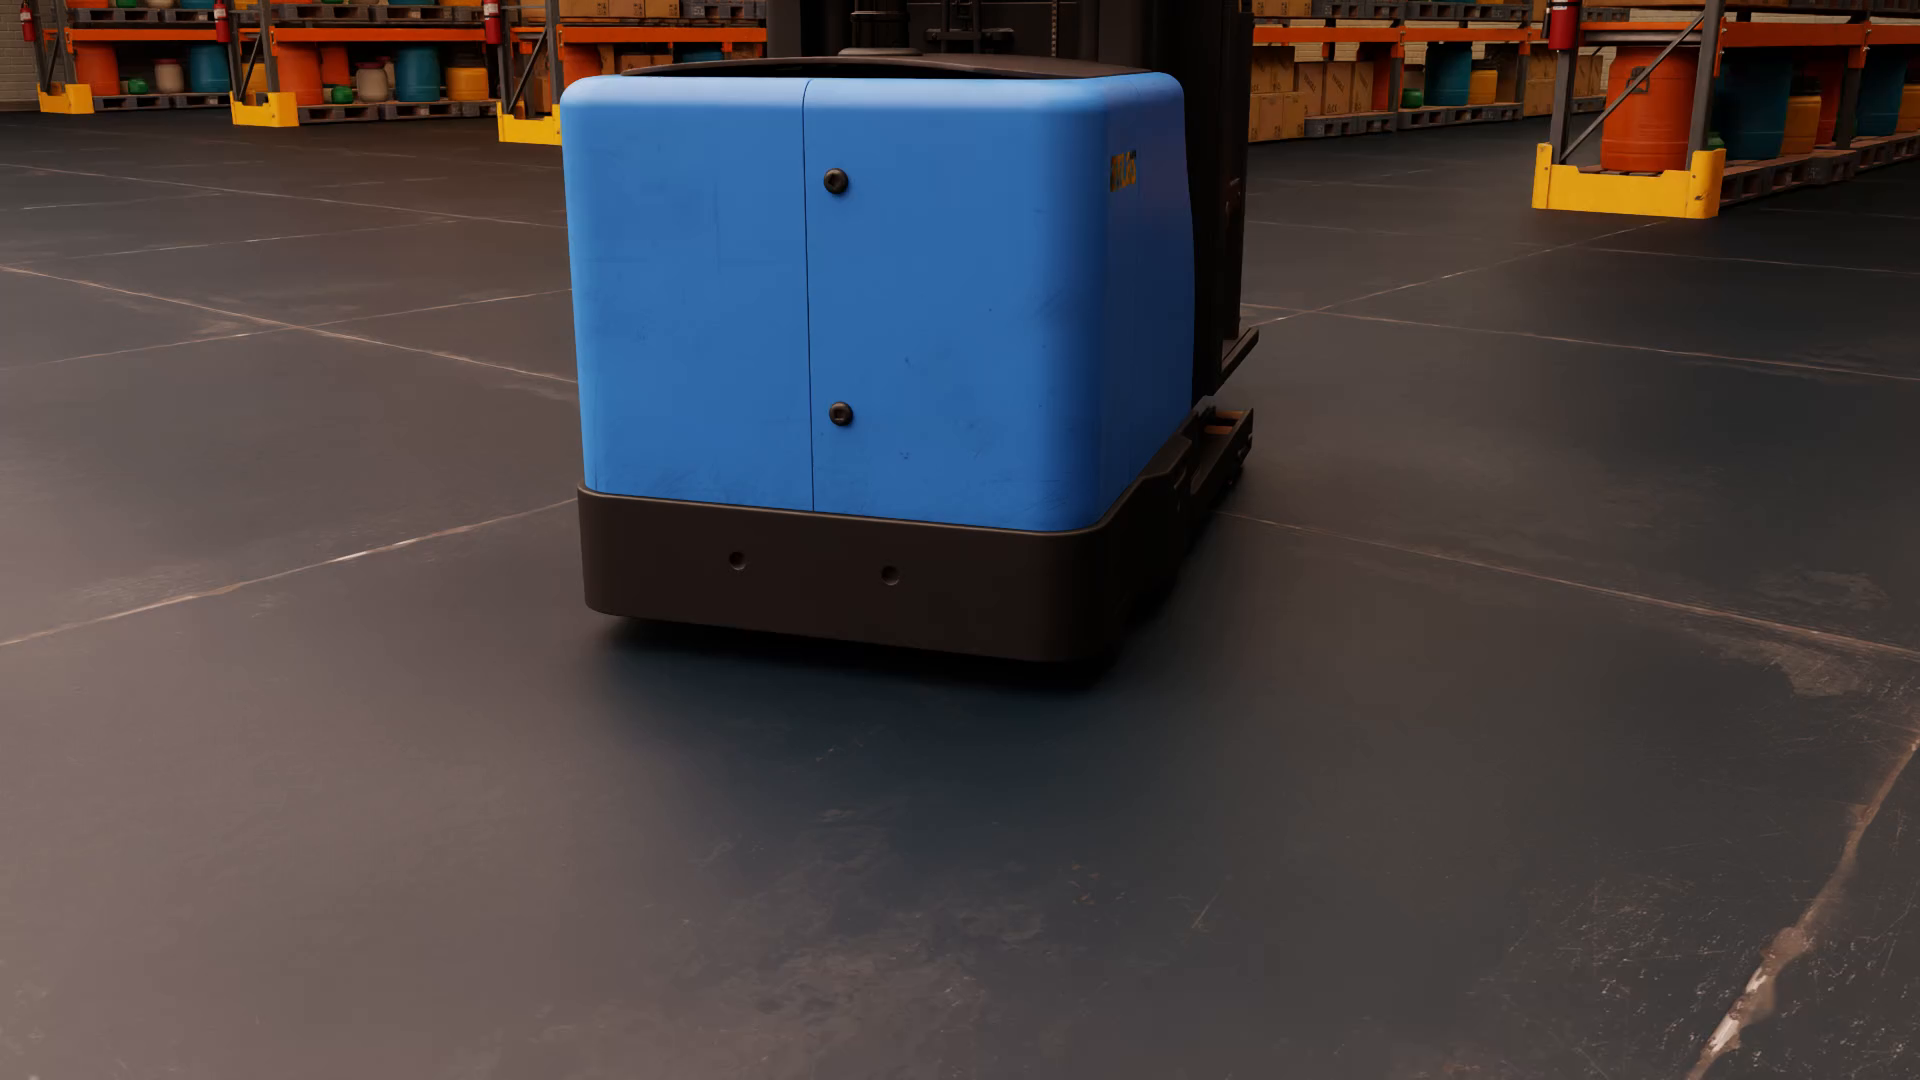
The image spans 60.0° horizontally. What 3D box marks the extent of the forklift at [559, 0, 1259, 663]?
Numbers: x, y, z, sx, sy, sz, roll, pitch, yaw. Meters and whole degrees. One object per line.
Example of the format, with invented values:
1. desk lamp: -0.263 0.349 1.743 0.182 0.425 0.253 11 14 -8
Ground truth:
1. forklift: 0.182 -1.571 4.072 1.130 2.935 3.031 5 18 17
